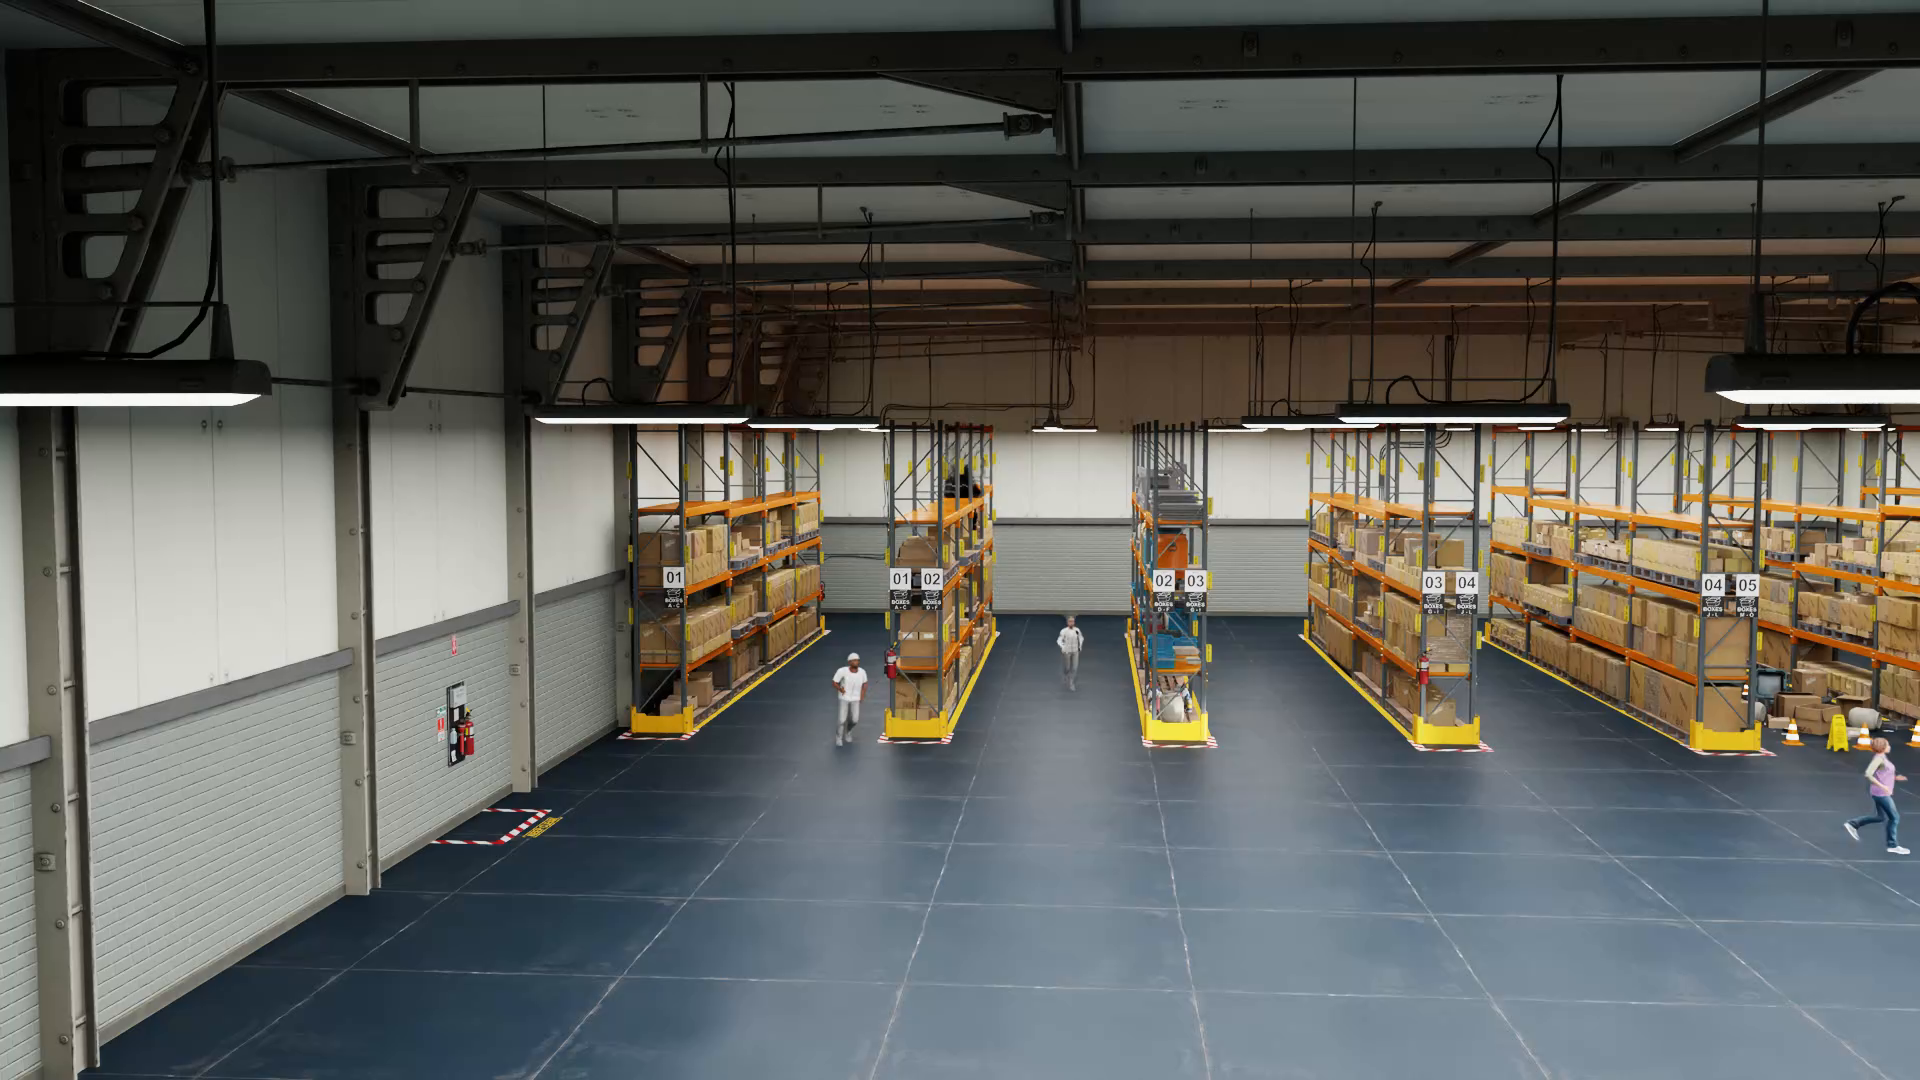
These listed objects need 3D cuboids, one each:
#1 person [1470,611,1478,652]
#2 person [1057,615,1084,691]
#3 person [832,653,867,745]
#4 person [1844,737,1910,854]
[{"bbox_3d":[13.143,2.111,43.101,0.644,1.741,0.578,0,4,7],"label":"person"},{"bbox_3d":[2.504,2.532,37.517,0.617,1.676,0.747,0,4,-8],"label":"person"},{"bbox_3d":[-2.003,2.931,30.664,0.701,1.688,0.556,-1,4,-17],"label":"person"},{"bbox_3d":[12.605,3.487,22.821,0.805,1.568,0.548,2,4,31],"label":"person"}]
